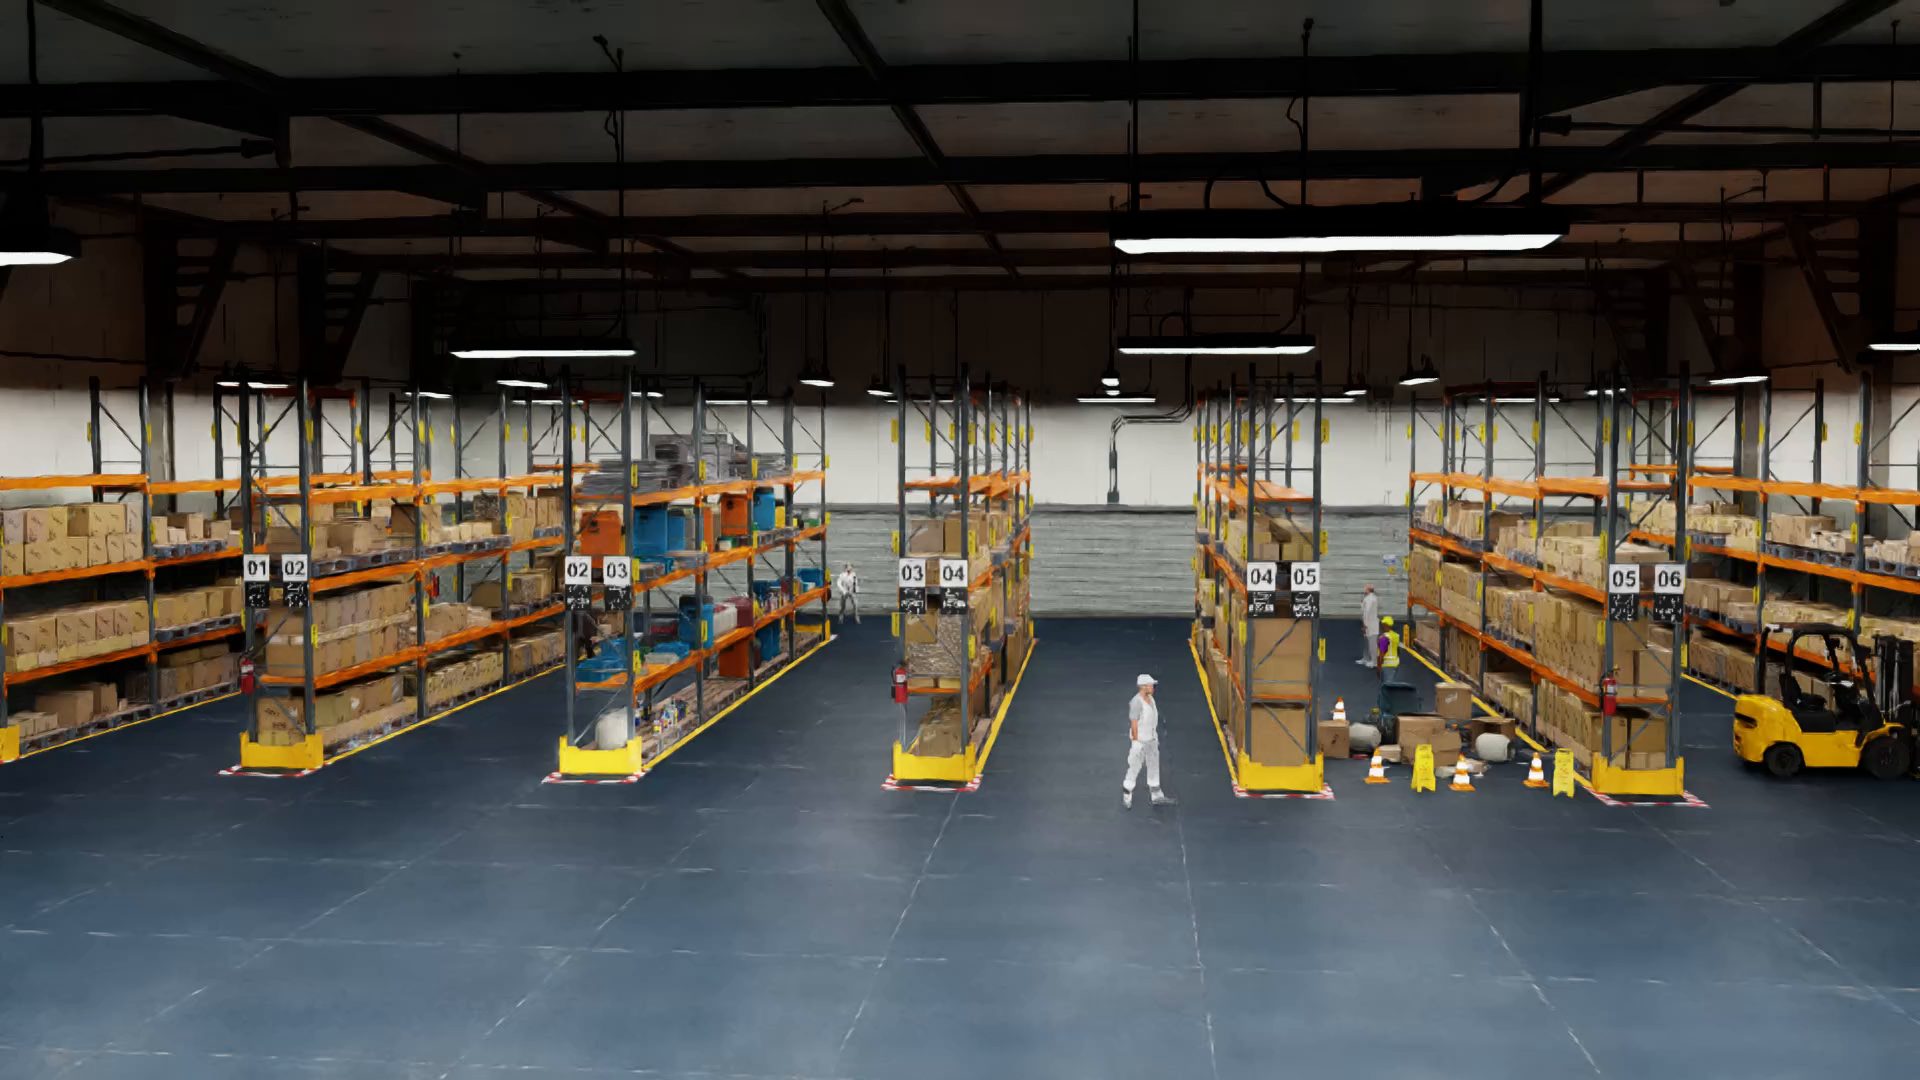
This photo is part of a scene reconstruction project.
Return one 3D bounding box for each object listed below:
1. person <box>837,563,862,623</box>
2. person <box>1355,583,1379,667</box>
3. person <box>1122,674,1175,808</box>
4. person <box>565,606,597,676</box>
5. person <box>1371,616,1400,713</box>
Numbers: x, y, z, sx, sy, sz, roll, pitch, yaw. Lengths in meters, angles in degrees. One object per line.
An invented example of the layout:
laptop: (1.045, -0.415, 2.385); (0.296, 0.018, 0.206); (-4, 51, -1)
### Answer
person: (-2.938, 1.379, 43.797); (0.638, 1.607, 0.813); (-1, 4, -11)
person: (8.741, 1.814, 35.600); (0.610, 1.770, 0.656); (2, 4, 24)
person: (2.489, 2.670, 22.226); (0.526, 1.784, 0.702); (3, 5, 39)
person: (-7.769, 1.936, 34.272); (0.588, 1.700, 1.193); (0, 4, 3)
person: (7.516, 2.221, 29.358); (0.577, 1.763, 0.673); (3, 4, 35)
